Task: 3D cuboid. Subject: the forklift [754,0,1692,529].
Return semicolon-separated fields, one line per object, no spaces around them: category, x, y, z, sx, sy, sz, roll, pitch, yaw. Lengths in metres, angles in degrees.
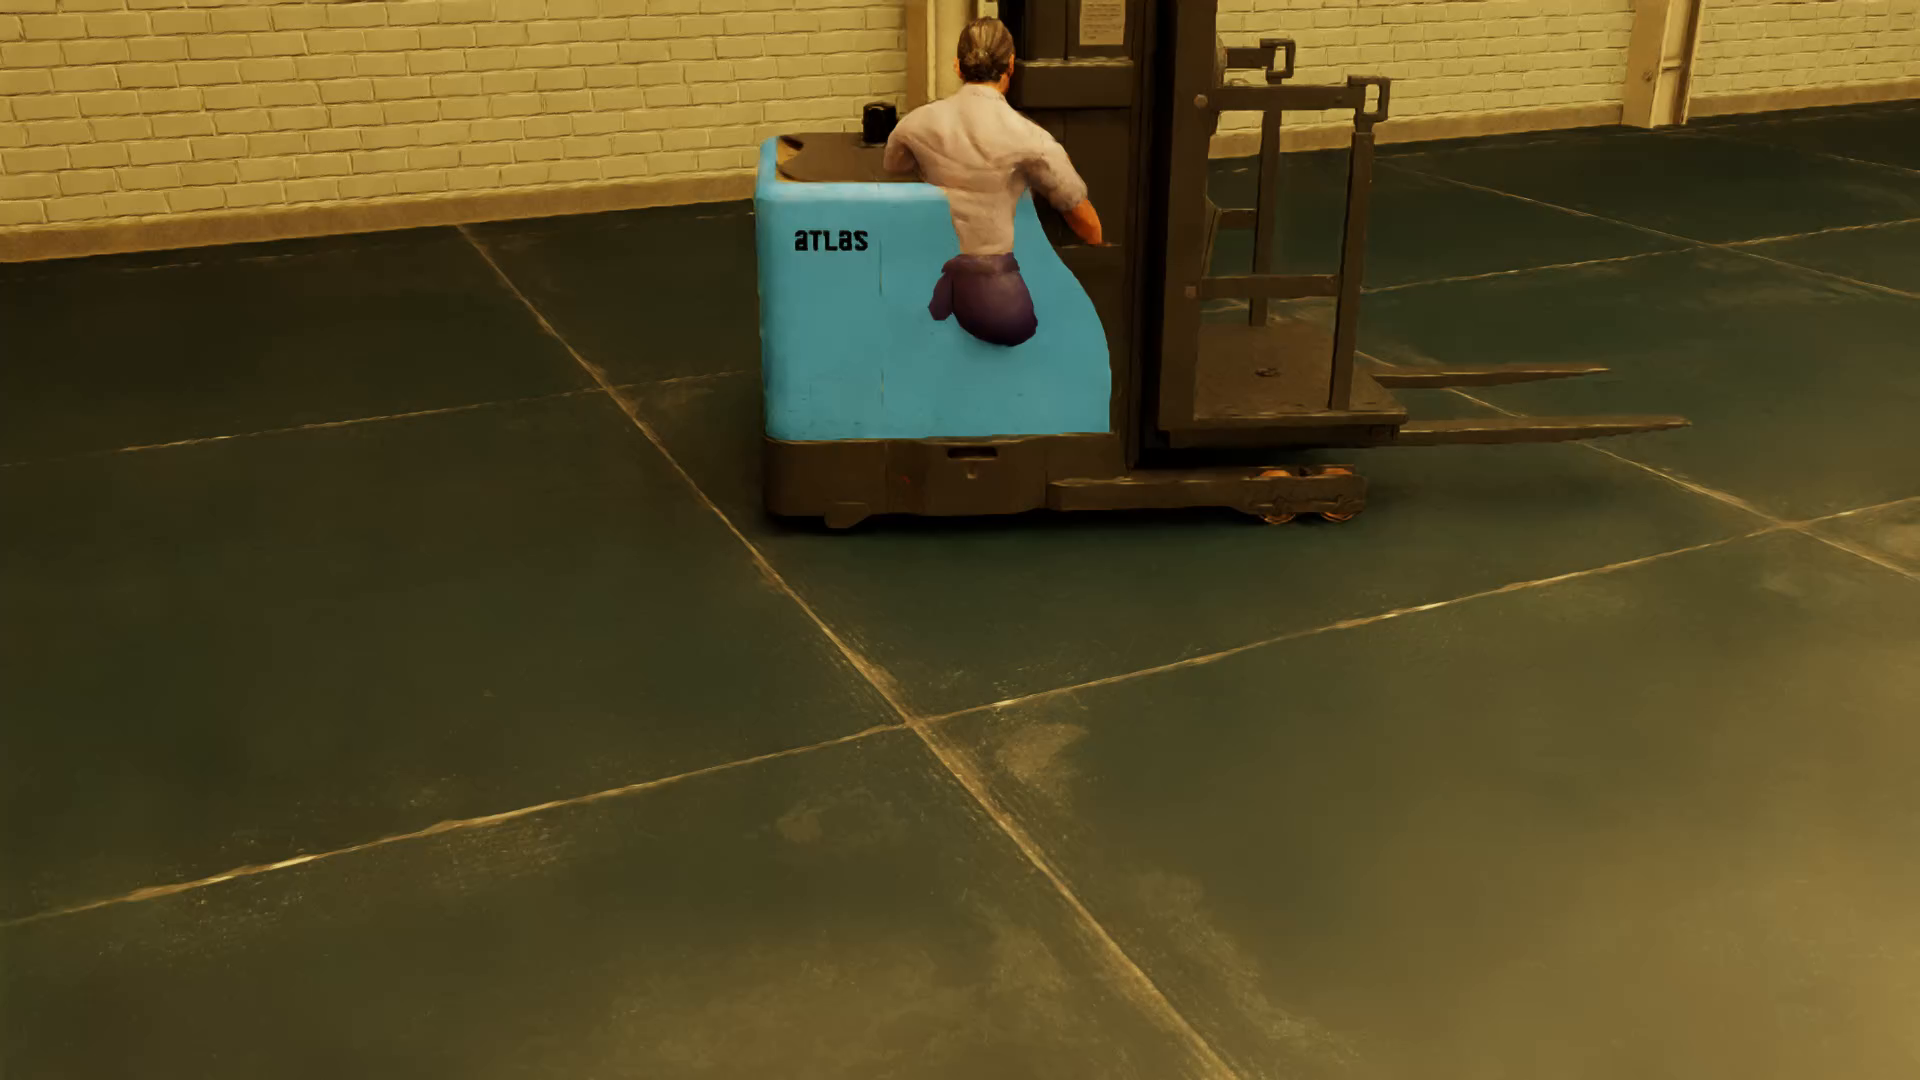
forklift;0.863;-1.606;5.152;3.031;2.935;1.130;-2;23;-5

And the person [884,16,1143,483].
person;0.175;-0.864;5.115;0.742;1.423;0.811;8;24;18
